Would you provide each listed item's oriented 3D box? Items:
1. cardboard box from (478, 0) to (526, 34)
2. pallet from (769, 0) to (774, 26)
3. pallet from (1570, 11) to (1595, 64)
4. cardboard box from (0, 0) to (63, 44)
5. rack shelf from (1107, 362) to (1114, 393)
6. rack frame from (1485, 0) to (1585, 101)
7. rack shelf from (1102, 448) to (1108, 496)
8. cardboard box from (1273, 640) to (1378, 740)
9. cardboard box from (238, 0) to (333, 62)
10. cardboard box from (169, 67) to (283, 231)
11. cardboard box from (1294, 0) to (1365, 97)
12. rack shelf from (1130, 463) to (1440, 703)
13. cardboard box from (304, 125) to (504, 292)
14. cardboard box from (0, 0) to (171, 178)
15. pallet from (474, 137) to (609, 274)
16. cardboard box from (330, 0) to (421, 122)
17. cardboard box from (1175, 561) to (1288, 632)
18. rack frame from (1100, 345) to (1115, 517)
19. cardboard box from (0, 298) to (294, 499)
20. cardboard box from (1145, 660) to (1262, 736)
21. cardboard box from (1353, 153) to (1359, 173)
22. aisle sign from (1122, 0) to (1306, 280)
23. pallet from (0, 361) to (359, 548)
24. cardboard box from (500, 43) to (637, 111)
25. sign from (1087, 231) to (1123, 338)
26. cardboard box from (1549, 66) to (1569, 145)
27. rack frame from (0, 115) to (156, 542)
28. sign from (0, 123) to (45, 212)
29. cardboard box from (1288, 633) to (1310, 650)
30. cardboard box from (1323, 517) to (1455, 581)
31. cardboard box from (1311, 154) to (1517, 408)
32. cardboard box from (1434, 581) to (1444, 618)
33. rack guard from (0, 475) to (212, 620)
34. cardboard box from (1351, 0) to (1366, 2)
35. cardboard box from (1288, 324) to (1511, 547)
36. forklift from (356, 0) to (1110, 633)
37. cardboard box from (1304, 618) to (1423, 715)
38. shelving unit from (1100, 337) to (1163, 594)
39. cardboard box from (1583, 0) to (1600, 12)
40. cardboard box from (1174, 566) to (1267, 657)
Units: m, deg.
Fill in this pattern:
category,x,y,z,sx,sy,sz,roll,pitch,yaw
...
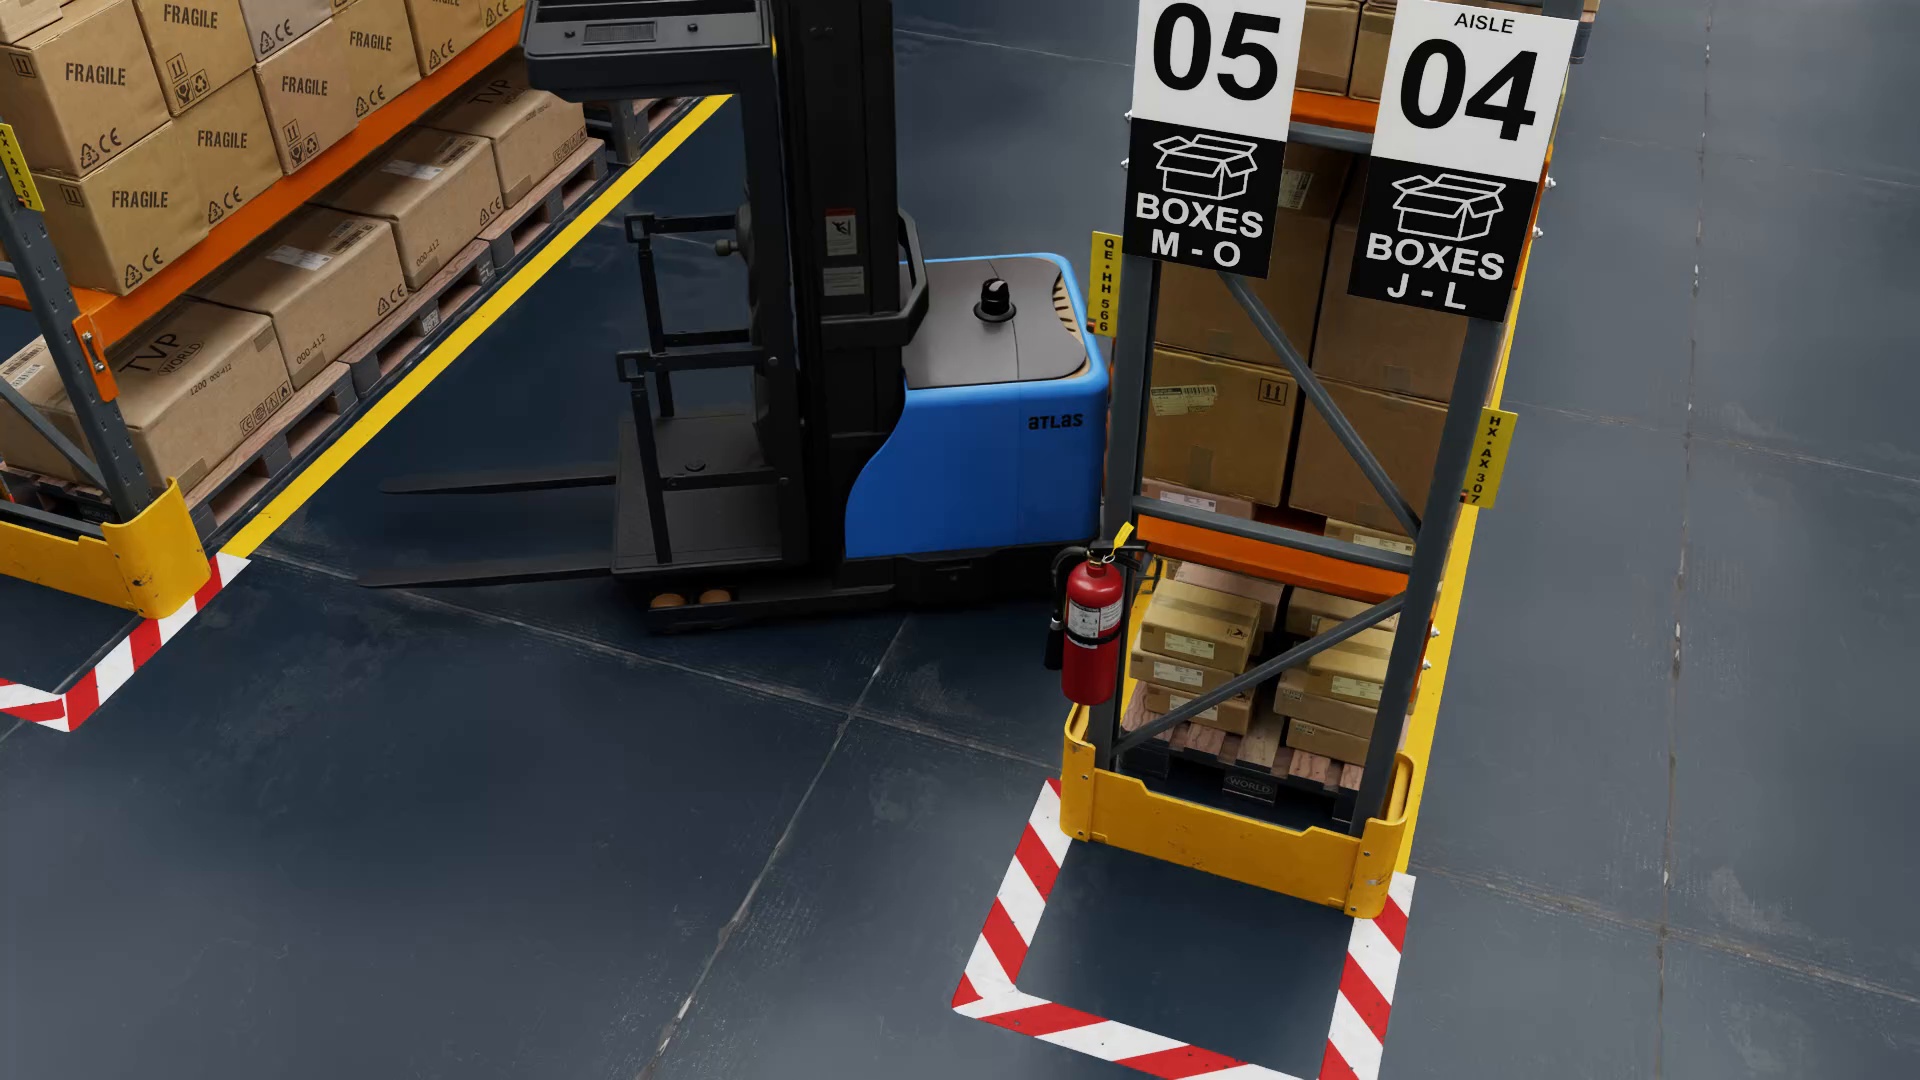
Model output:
category,x,y,z,sx,sy,sz,roll,pitch,yaw
cardboard box,-2.484,-2.872,8.228,0.500,0.500,0.500,12,42,14
pallet,-1.786,-3.662,11.379,1.003,0.211,1.213,13,42,15
pallet,2.690,-2.813,8.383,1.003,0.211,1.213,13,42,15
cardboard box,-3.381,-1.869,5.783,0.380,0.149,0.250,14,42,16
rack shelf,0.741,-0.513,6.675,0.258,0.148,0.480,1,40,-4
rack frame,0.924,-2.294,3.006,1.000,3.000,0.127,13,42,15
rack shelf,0.717,-0.192,6.948,0.258,0.148,0.480,1,40,-4
cardboard box,1.344,0.537,5.953,0.380,0.149,0.250,15,43,17
cardboard box,-2.992,-2.329,6.822,0.500,0.500,0.500,13,42,15
cardboard box,-3.181,-1.631,6.773,0.500,0.500,0.500,13,42,14
cardboard box,0.831,-1.432,4.422,0.500,0.250,0.500,12,42,14
rack shelf,1.608,-0.958,6.616,1.077,0.370,4.000,13,42,15
cardboard box,-3.016,-1.768,8.662,0.875,0.438,0.875,12,42,14
cardboard box,-3.330,-1.697,6.080,0.500,0.500,0.500,12,42,14
pallet,-2.728,-1.981,9.410,1.003,0.211,1.213,13,42,15
cardboard box,-2.835,-2.246,7.495,0.500,0.500,0.500,15,43,17
cardboard box,1.007,0.167,6.158,0.380,0.149,0.250,14,42,16
rack frame,0.722,-0.552,6.962,0.240,1.200,0.015,1,40,-4
cardboard box,-3.631,-0.659,7.362,0.875,0.438,0.875,12,42,14
cardboard box,0.908,0.546,6.172,0.380,0.149,0.250,14,42,16
cardboard box,1.020,-1.187,5.253,0.500,0.500,0.500,12,42,14
aisle sign,0.617,-1.023,4.135,0.394,0.787,0.004,13,42,15
pallet,-3.562,-0.493,7.665,1.003,0.211,1.213,13,42,15
cardboard box,-2.258,-3.236,10.045,0.875,0.875,0.875,15,43,16
sign,0.409,-0.708,4.633,0.100,0.325,0.005,13,42,15
cardboard box,1.692,-1.380,5.480,0.500,0.500,0.500,12,42,14
rack frame,-3.762,-1.049,6.168,1.000,3.000,0.127,13,42,15
sign,-3.243,-1.282,5.713,0.100,0.325,0.005,13,42,15
cardboard box,1.416,0.487,6.242,0.380,0.149,0.250,13,42,15
cardboard box,1.343,-0.041,5.181,0.380,0.149,0.250,13,42,15
cardboard box,1.327,-0.758,4.751,0.500,0.500,0.500,13,42,15
cardboard box,1.610,0.122,6.210,0.380,0.149,0.250,13,42,15
rack guard,-3.770,-0.083,6.963,1.175,0.500,0.348,13,42,15
cardboard box,0.842,-1.624,4.261,0.500,0.250,0.500,12,42,14
cardboard box,1.337,-0.376,5.073,0.500,0.500,0.500,15,43,17
forklift,-0.968,-1.098,6.279,3.031,2.935,1.130,-5,41,-5
cardboard box,1.422,0.442,5.835,0.380,0.149,0.250,11,42,13
shelving unit,0.732,-0.394,6.776,0.258,1.200,0.503,1,40,-4
cardboard box,2.859,-2.654,7.920,0.380,0.149,0.250,11,42,13
cardboard box,0.976,0.267,6.270,0.380,0.149,0.250,12,42,14
